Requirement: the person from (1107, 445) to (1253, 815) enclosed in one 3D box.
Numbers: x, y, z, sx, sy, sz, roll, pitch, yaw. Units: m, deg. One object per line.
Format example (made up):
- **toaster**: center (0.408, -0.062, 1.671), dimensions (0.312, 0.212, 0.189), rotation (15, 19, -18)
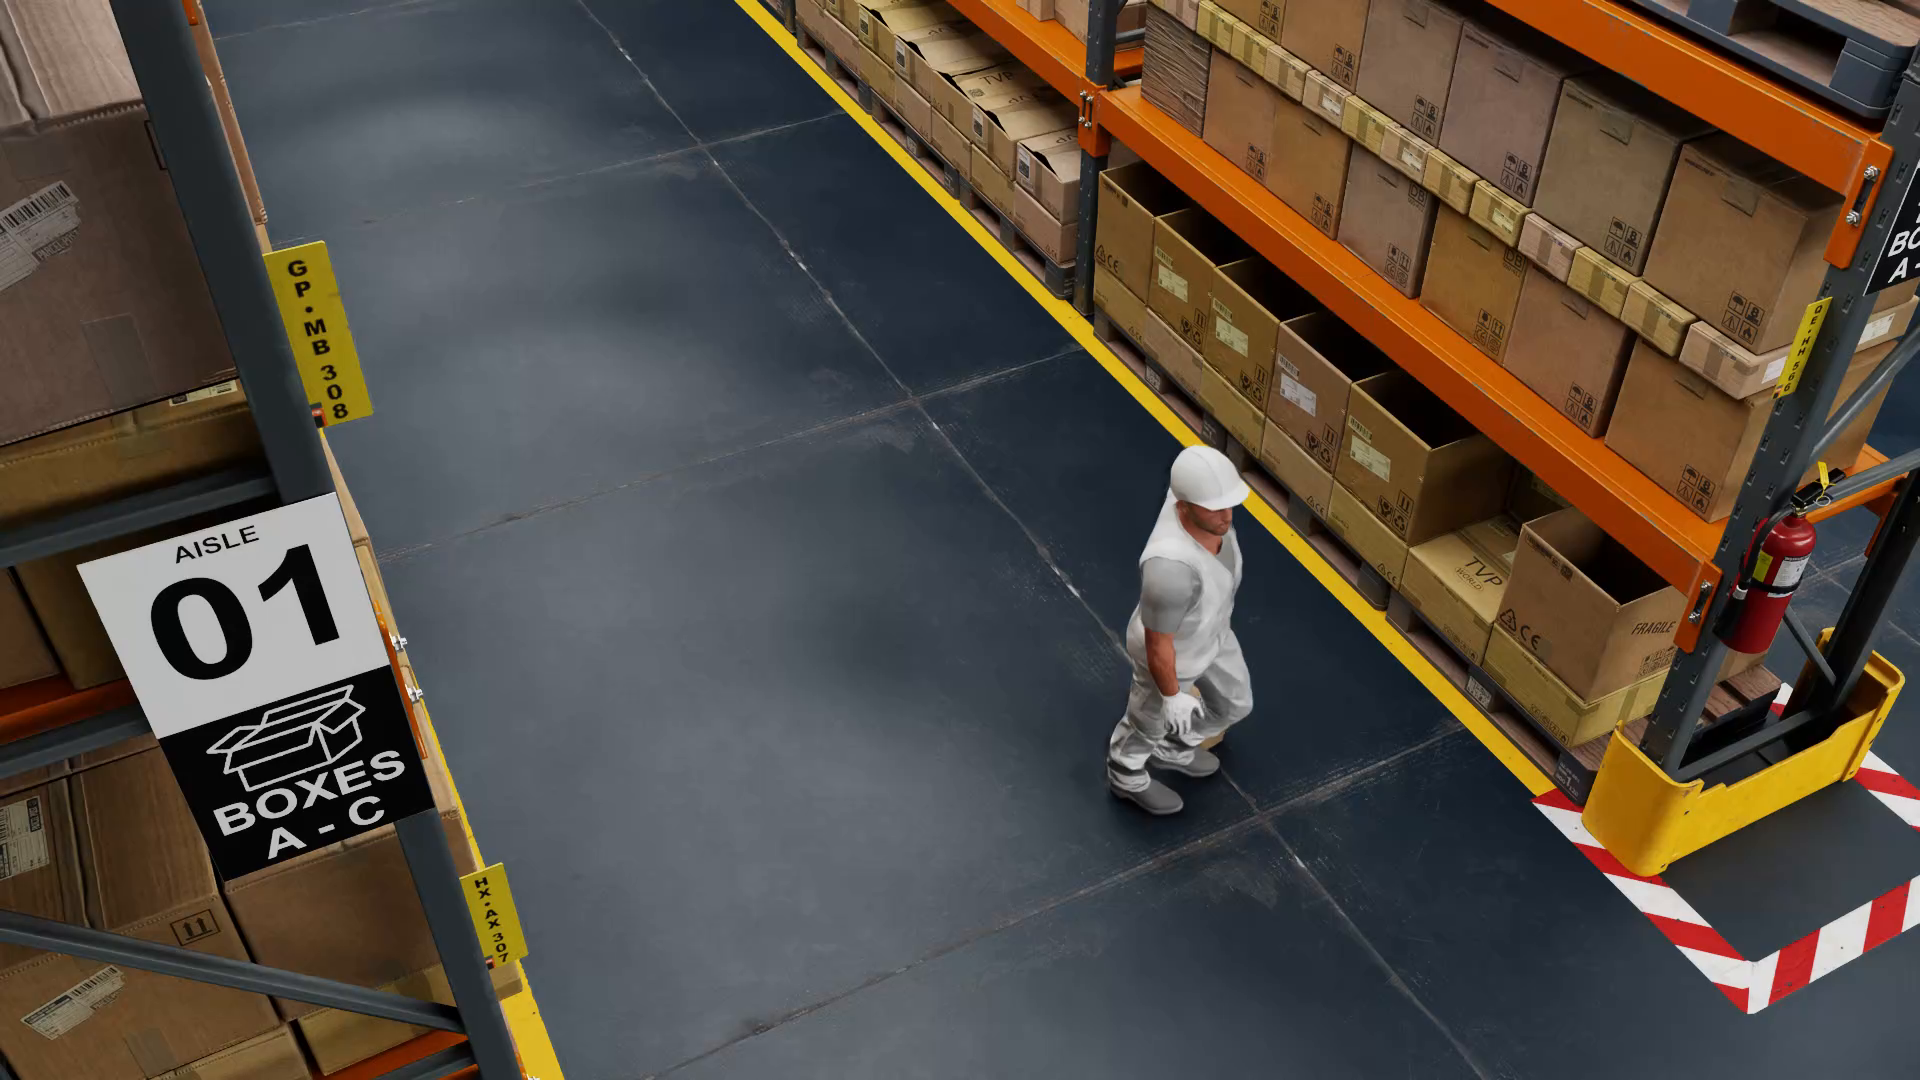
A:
- **person**: center (0.761, 0.357, 5.700), dimensions (0.480, 1.776, 0.614), rotation (20, 45, 22)
